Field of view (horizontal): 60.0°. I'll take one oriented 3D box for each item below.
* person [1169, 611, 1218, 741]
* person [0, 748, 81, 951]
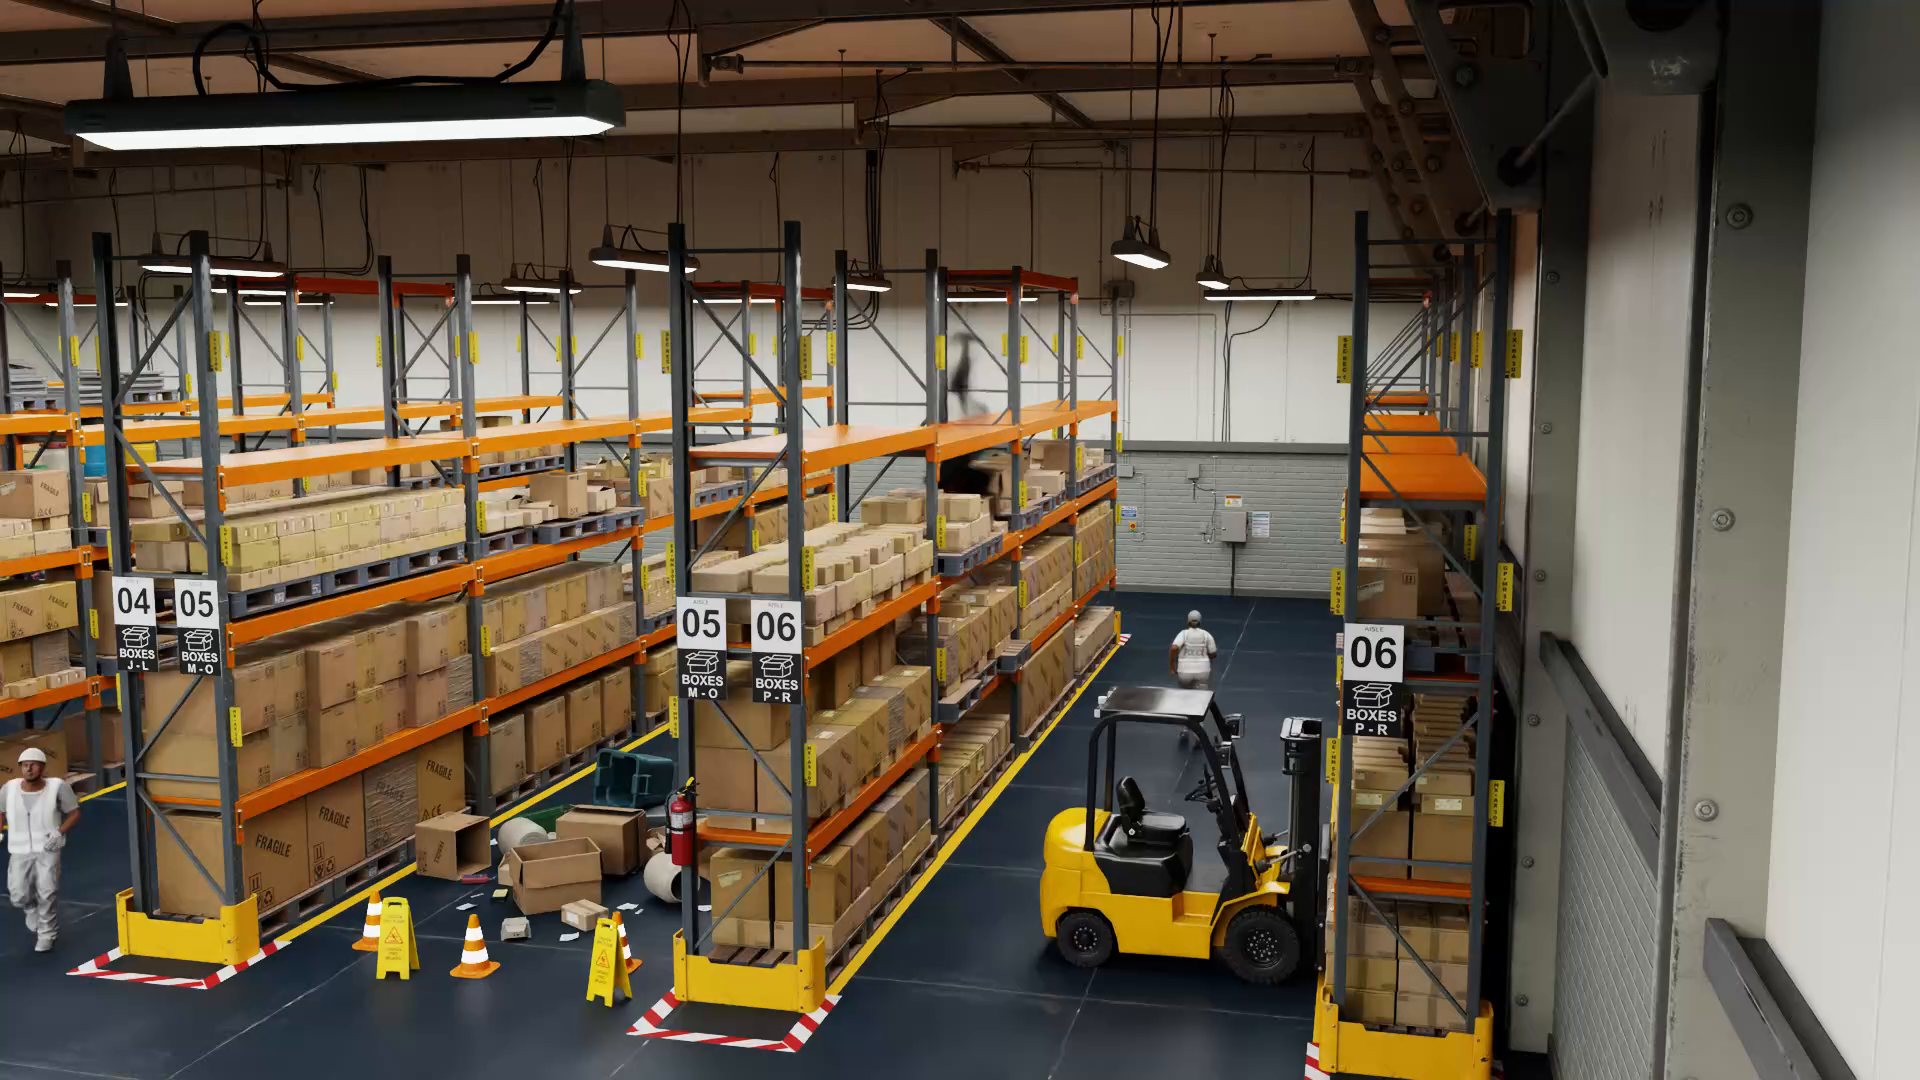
[{"bbox_3d":[2.975,1.776,21.228,0.616,1.743,0.751,1,7,7],"label":"person"},{"bbox_3d":[-7.788,2.608,14.015,0.687,1.733,0.596,-2,7,-16],"label":"person"}]
